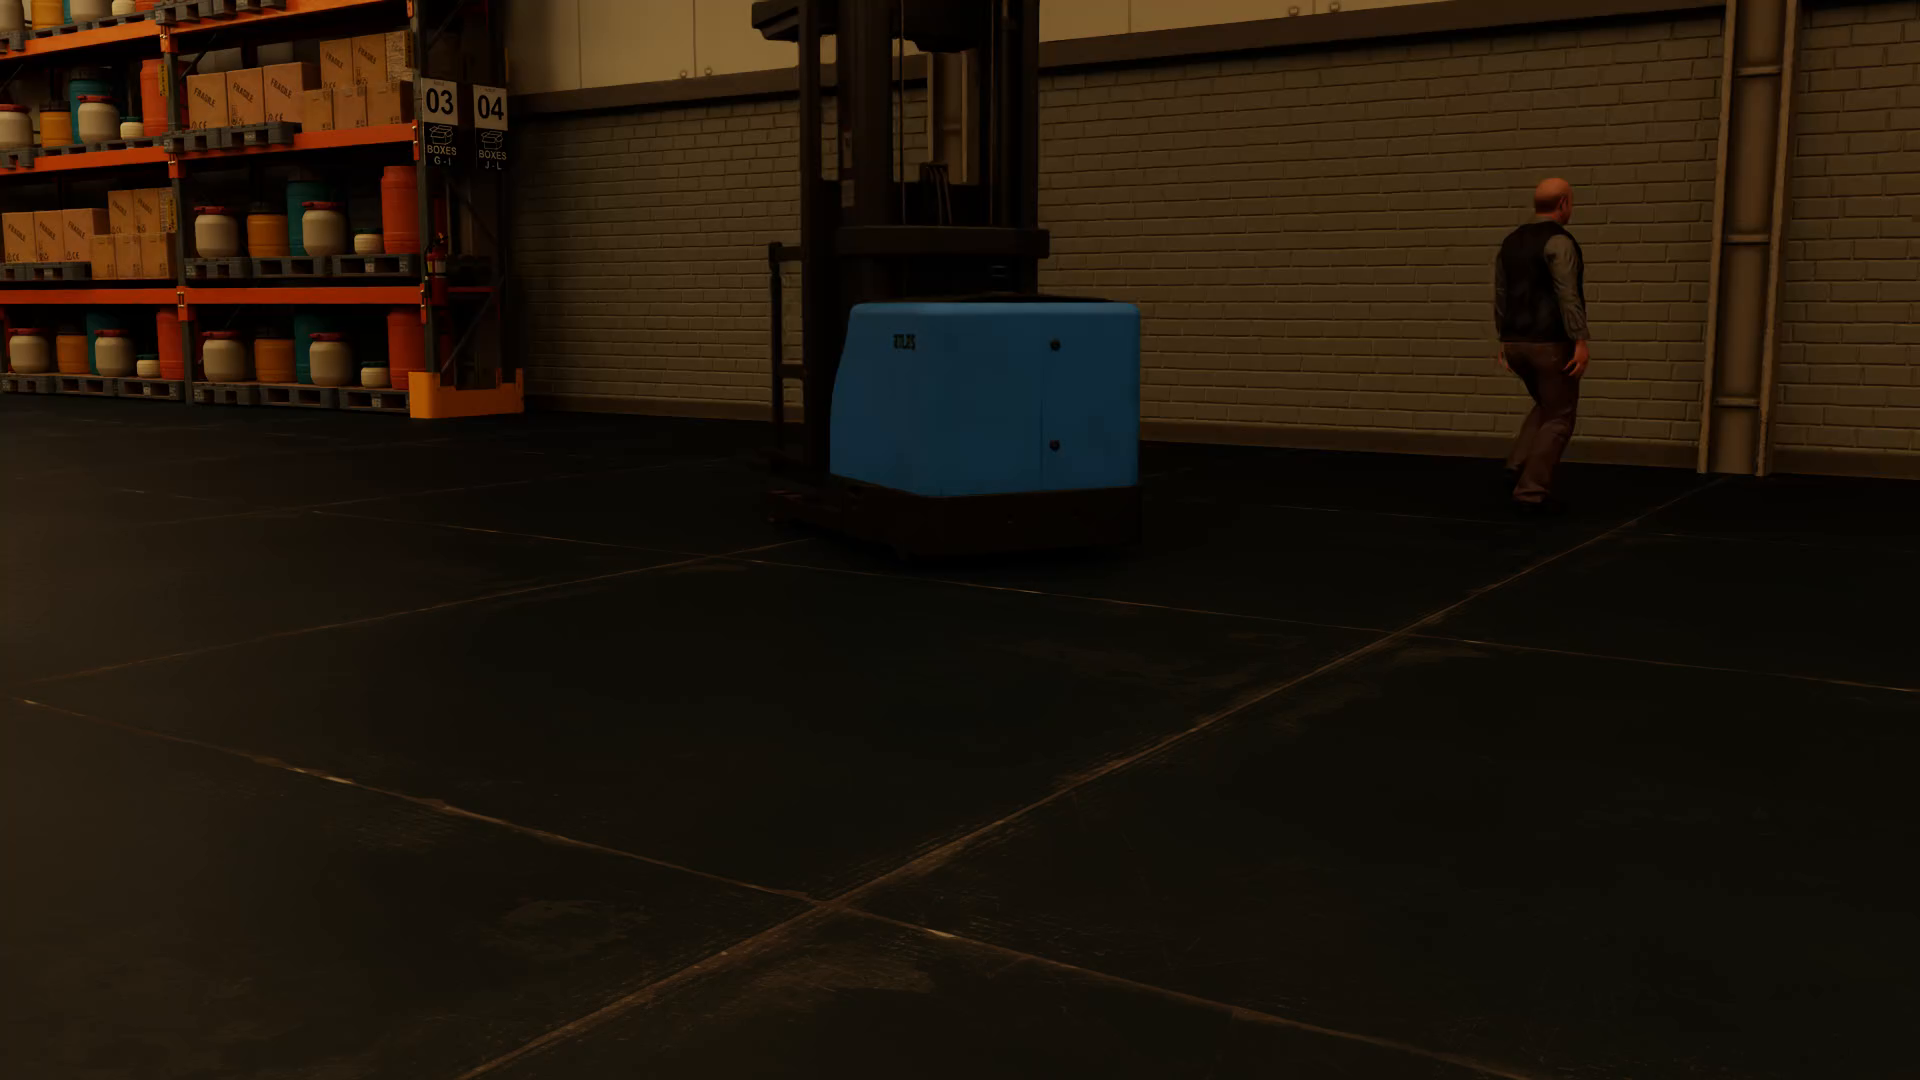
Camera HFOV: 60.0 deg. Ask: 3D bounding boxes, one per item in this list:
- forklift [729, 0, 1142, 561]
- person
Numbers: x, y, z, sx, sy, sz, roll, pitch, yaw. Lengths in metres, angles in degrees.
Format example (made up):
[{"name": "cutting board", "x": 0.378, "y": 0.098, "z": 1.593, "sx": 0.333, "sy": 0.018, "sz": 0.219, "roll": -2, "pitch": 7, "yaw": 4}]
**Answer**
[{"name": "forklift", "x": -0.329, "y": -1.532, "z": 7.969, "sx": 1.130, "sy": 2.935, "sz": 3.031, "roll": -4, "pitch": 9, "yaw": -26}, {"name": "person", "x": 3.048, "y": -0.987, "z": 8.572, "sx": 0.491, "sy": 1.724, "sz": 0.645, "roll": -3, "pitch": 9, "yaw": -19}]
